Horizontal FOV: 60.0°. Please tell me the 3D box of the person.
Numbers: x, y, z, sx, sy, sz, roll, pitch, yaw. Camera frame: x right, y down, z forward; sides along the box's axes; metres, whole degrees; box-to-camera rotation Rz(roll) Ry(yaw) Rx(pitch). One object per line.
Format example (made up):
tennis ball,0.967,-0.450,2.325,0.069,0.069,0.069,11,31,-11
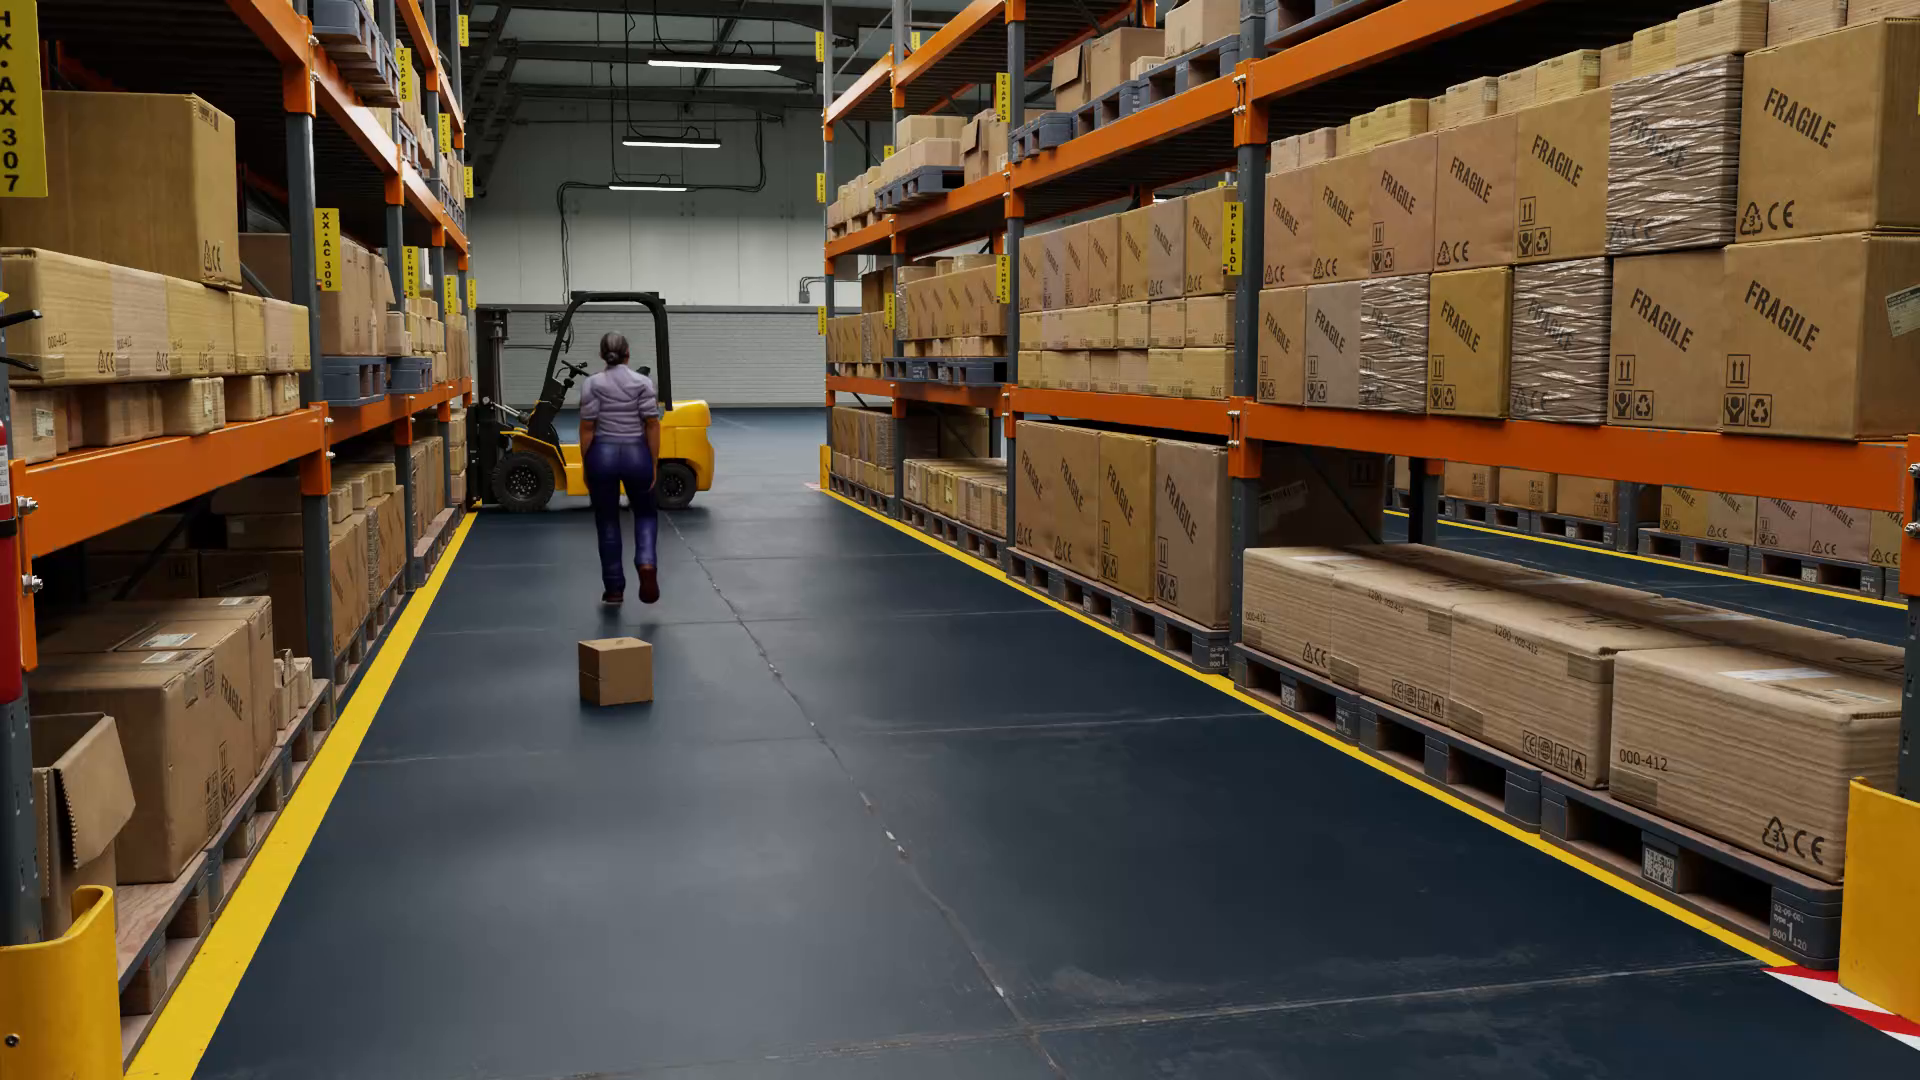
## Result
person,-2.056,-0.433,10.059,0.475,1.649,0.454,-2,6,-16
